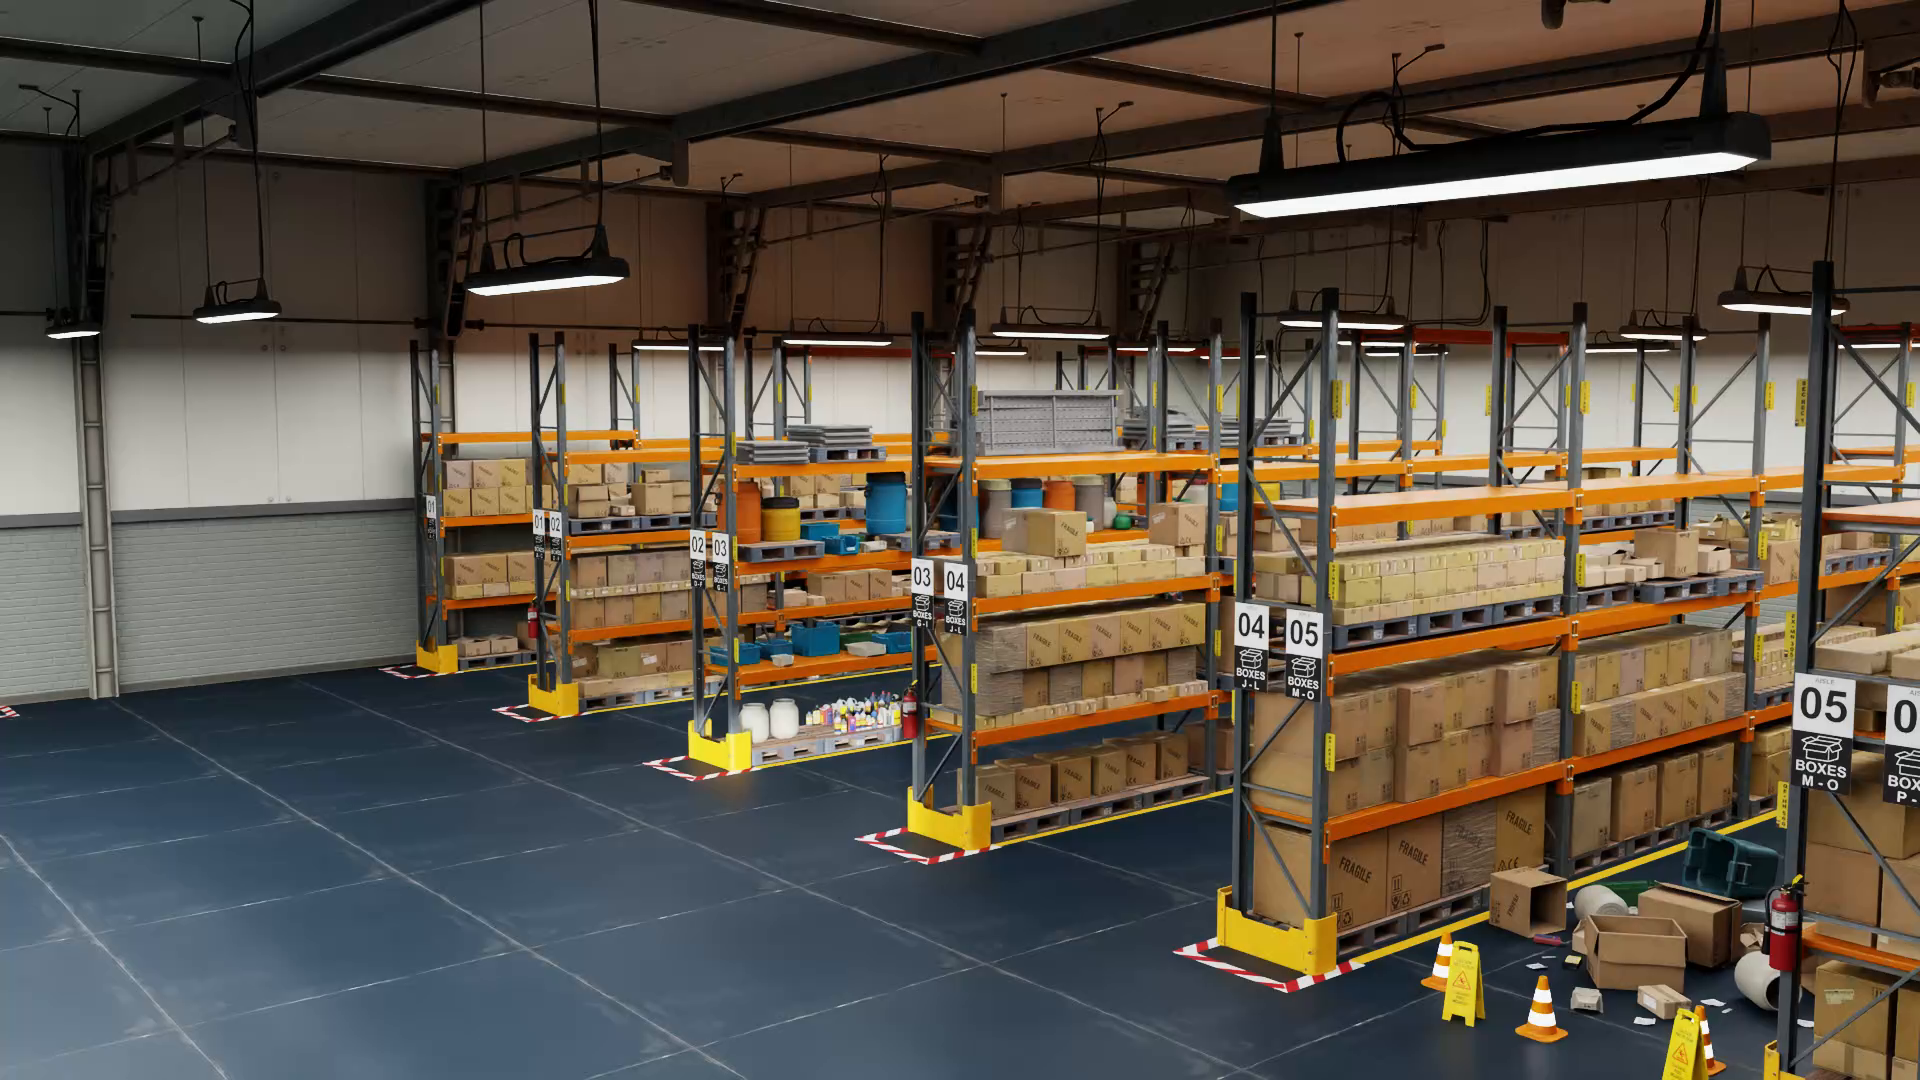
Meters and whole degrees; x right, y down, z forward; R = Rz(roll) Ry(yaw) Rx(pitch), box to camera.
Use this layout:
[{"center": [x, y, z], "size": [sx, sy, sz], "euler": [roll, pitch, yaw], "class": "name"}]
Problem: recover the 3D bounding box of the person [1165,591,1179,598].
[{"center": [4.232, 1.294, 33.563], "size": [0.648, 1.590, 0.568], "euler": [-4, 7, -37], "class": "person"}]
